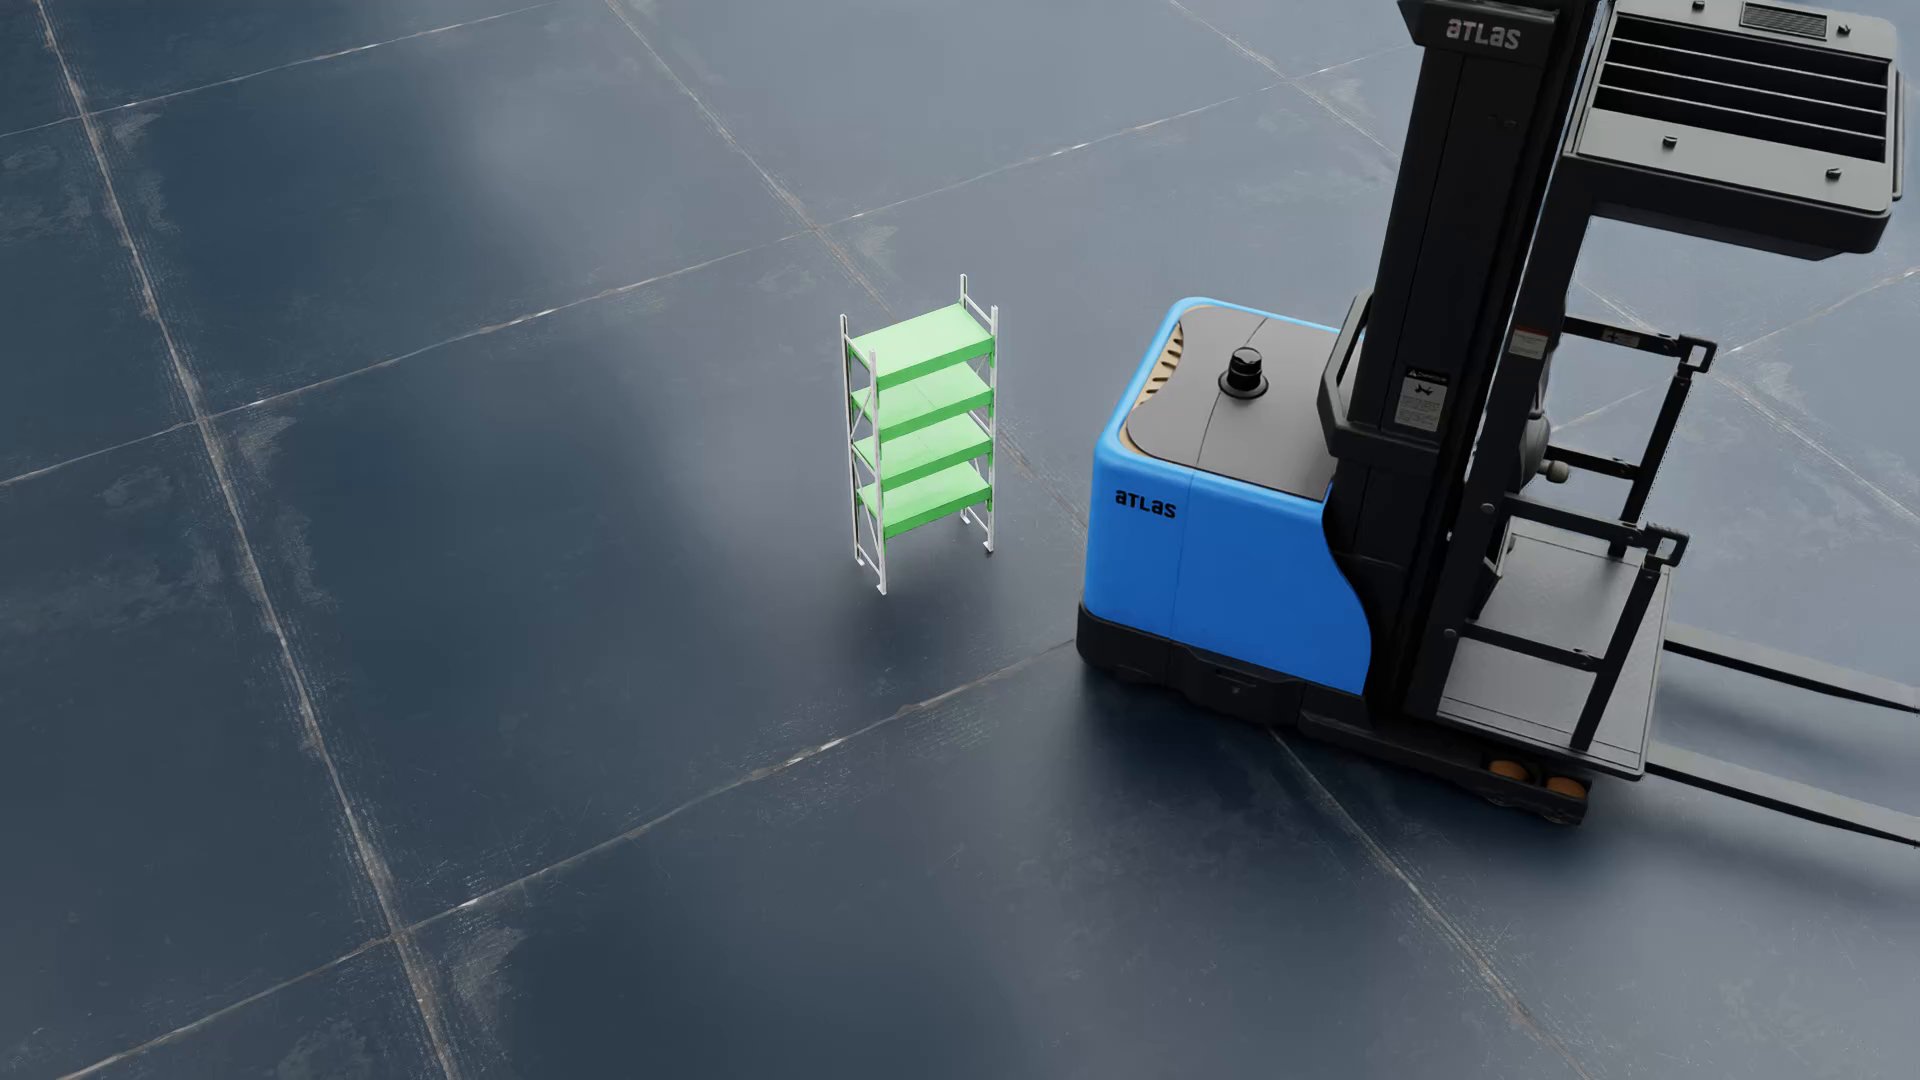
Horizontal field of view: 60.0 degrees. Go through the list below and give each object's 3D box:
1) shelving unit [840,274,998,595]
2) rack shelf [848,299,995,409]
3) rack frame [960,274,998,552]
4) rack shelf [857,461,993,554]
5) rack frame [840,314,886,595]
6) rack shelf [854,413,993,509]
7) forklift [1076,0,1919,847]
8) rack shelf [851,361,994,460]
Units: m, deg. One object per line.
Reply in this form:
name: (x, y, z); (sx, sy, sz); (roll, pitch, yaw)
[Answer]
shelving unit: (-0.144, -0.373, 6.273); (0.503, 1.200, 0.258); (-22, 48, -21)
rack shelf: (-0.144, -0.672, 5.983); (0.480, 0.148, 0.258); (-22, 48, -21)
rack frame: (0.068, -0.458, 6.360); (0.015, 1.200, 0.240); (-22, 48, -21)
rack shelf: (-0.144, -0.155, 6.485); (0.480, 0.148, 0.258); (-22, 48, -21)
rack frame: (-0.355, -0.288, 6.186); (0.015, 1.200, 0.240); (-22, 48, -21)
rack shelf: (-0.144, -0.327, 6.317); (0.480, 0.148, 0.258); (-22, 48, -21)
forklift: (2.003, -0.496, 5.157); (3.031, 2.935, 1.130); (16, 46, 16)
rack shelf: (-0.144, -0.500, 6.150); (0.480, 0.148, 0.258); (-22, 48, -21)
